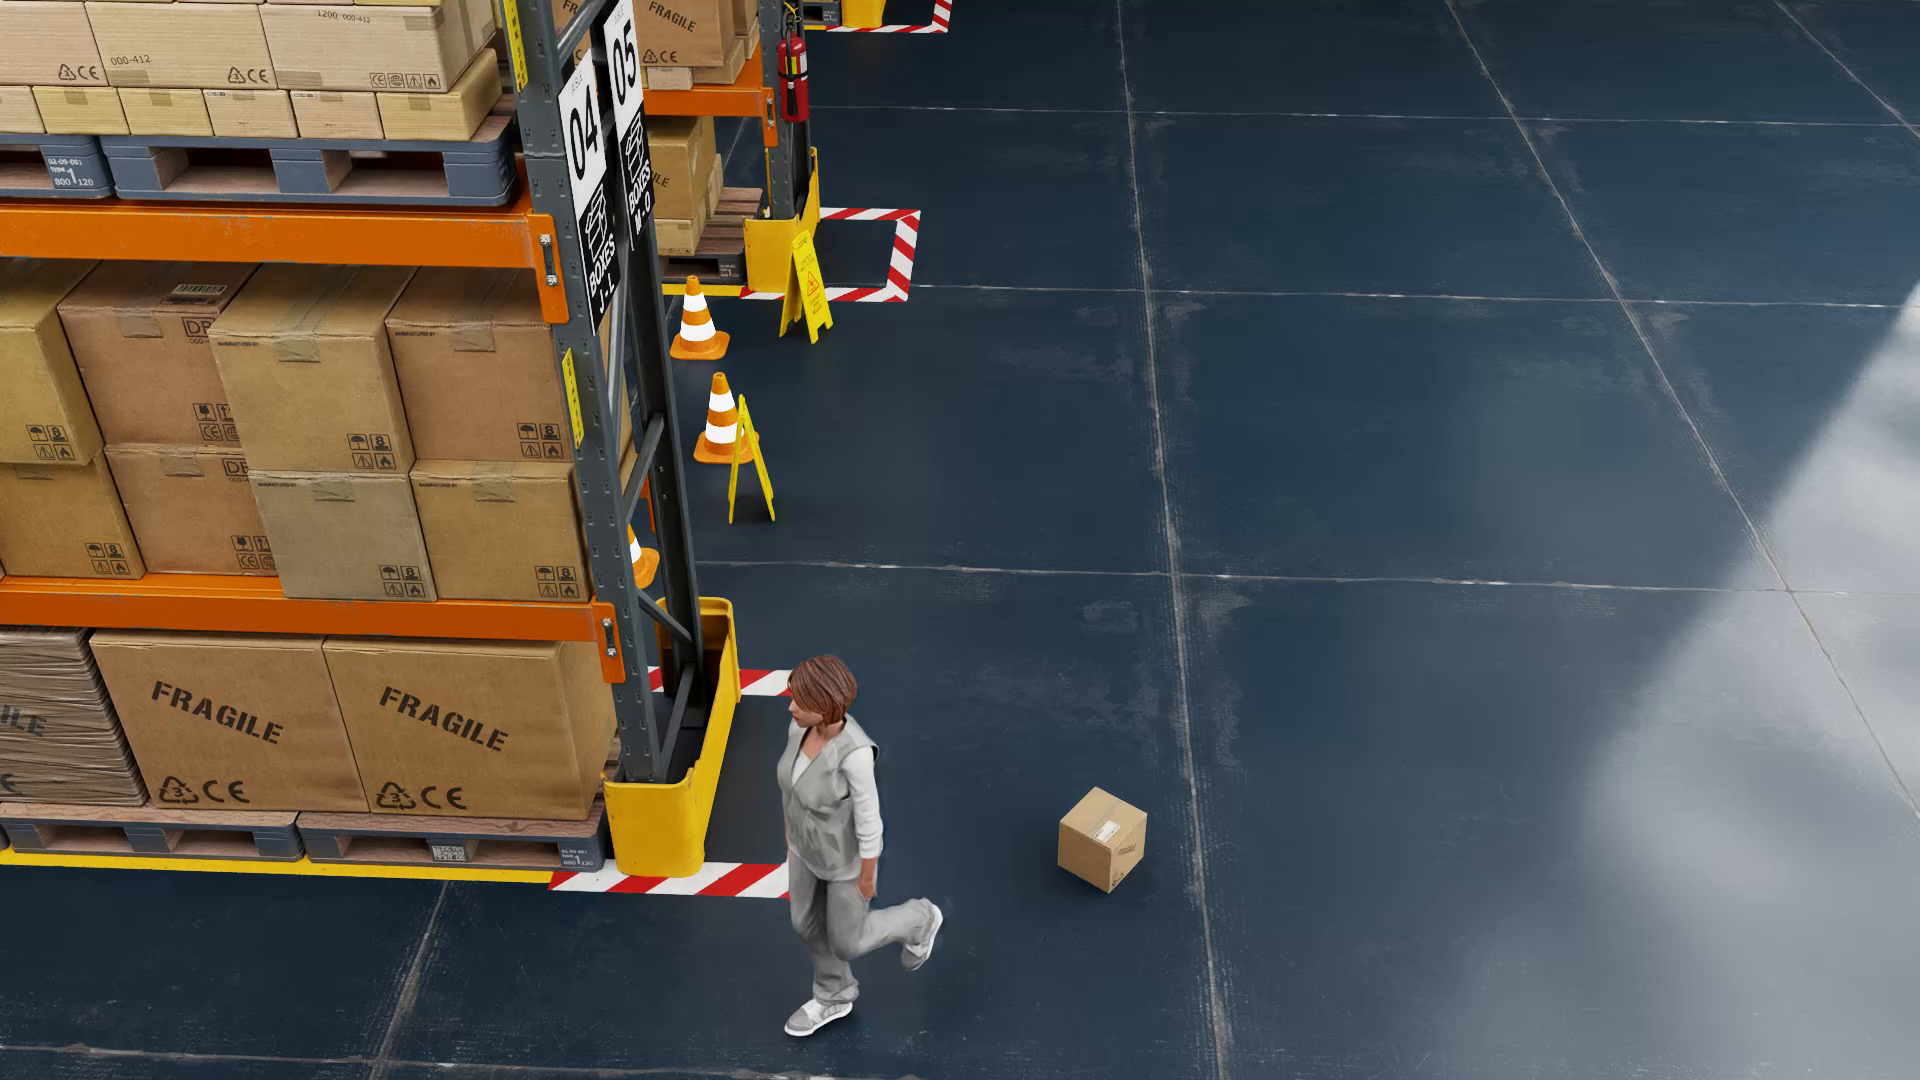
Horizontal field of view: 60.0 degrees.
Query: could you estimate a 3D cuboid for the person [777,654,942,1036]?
[{"bbox_3d":[-0.381,1.032,5.695,0.646,1.564,0.421,-27,44,-32],"label":"person"}]
